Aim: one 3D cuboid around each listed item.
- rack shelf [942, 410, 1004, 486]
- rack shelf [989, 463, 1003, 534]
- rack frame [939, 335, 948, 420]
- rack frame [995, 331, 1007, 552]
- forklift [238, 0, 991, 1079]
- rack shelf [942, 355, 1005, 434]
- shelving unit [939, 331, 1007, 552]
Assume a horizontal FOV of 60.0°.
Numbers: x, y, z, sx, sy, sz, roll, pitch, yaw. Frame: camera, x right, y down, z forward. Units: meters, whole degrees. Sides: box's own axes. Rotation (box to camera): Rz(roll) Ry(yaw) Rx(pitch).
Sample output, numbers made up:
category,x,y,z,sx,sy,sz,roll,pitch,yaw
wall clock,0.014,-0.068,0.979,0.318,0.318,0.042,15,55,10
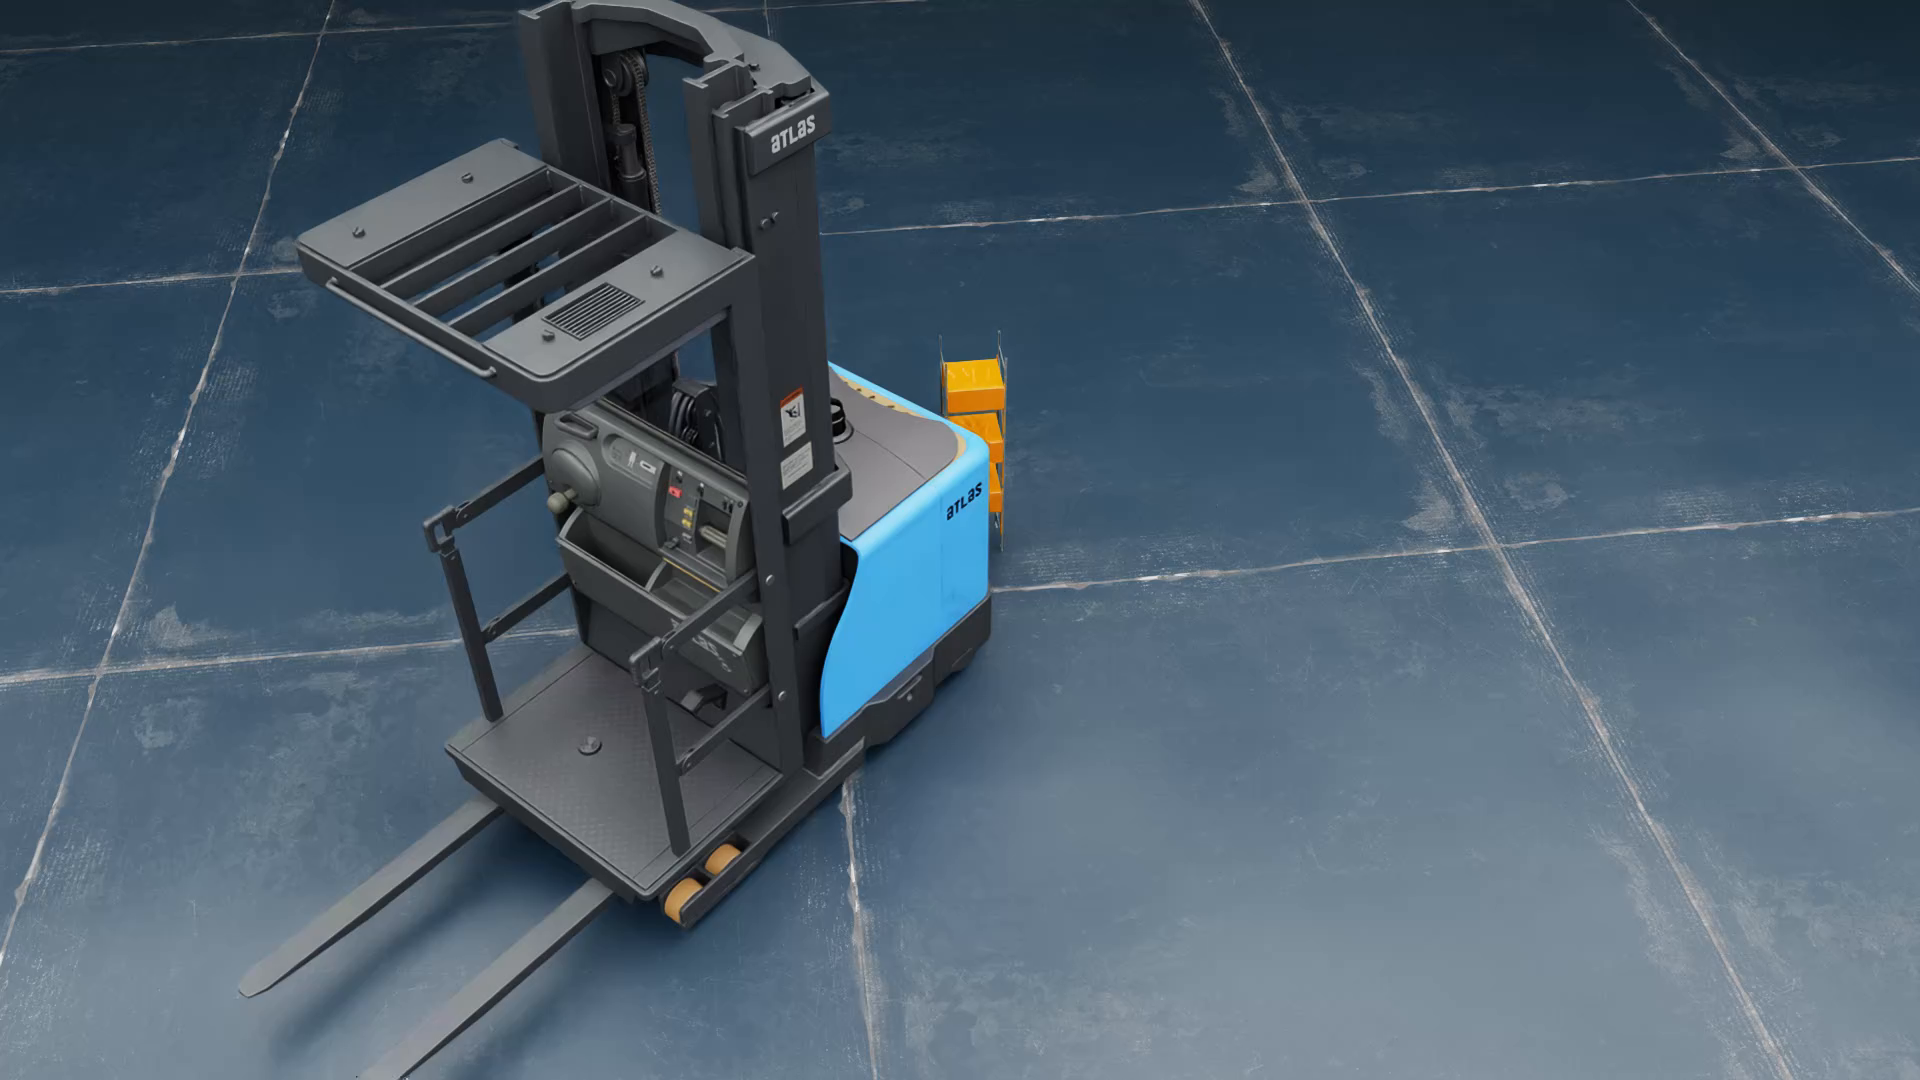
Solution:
category,x,y,z,sx,sy,sz,roll,pitch,yaw
rack shelf,0.053,-0.387,7.126,0.240,0.259,0.215,-5,42,-6
rack shelf,0.053,-0.180,7.312,0.240,0.259,0.215,-5,42,-6
rack frame,-0.068,-0.384,7.107,0.008,1.050,0.200,-5,42,-6
rack frame,0.174,-0.405,7.130,0.008,1.050,0.200,-5,42,-6
forklift,-1.183,-0.095,5.382,1.130,2.935,3.031,28,49,28
rack shelf,0.053,-0.597,6.936,0.240,0.259,0.215,-5,42,-6
shelving unit,0.053,-0.394,7.119,0.252,1.050,0.215,-5,42,-6
